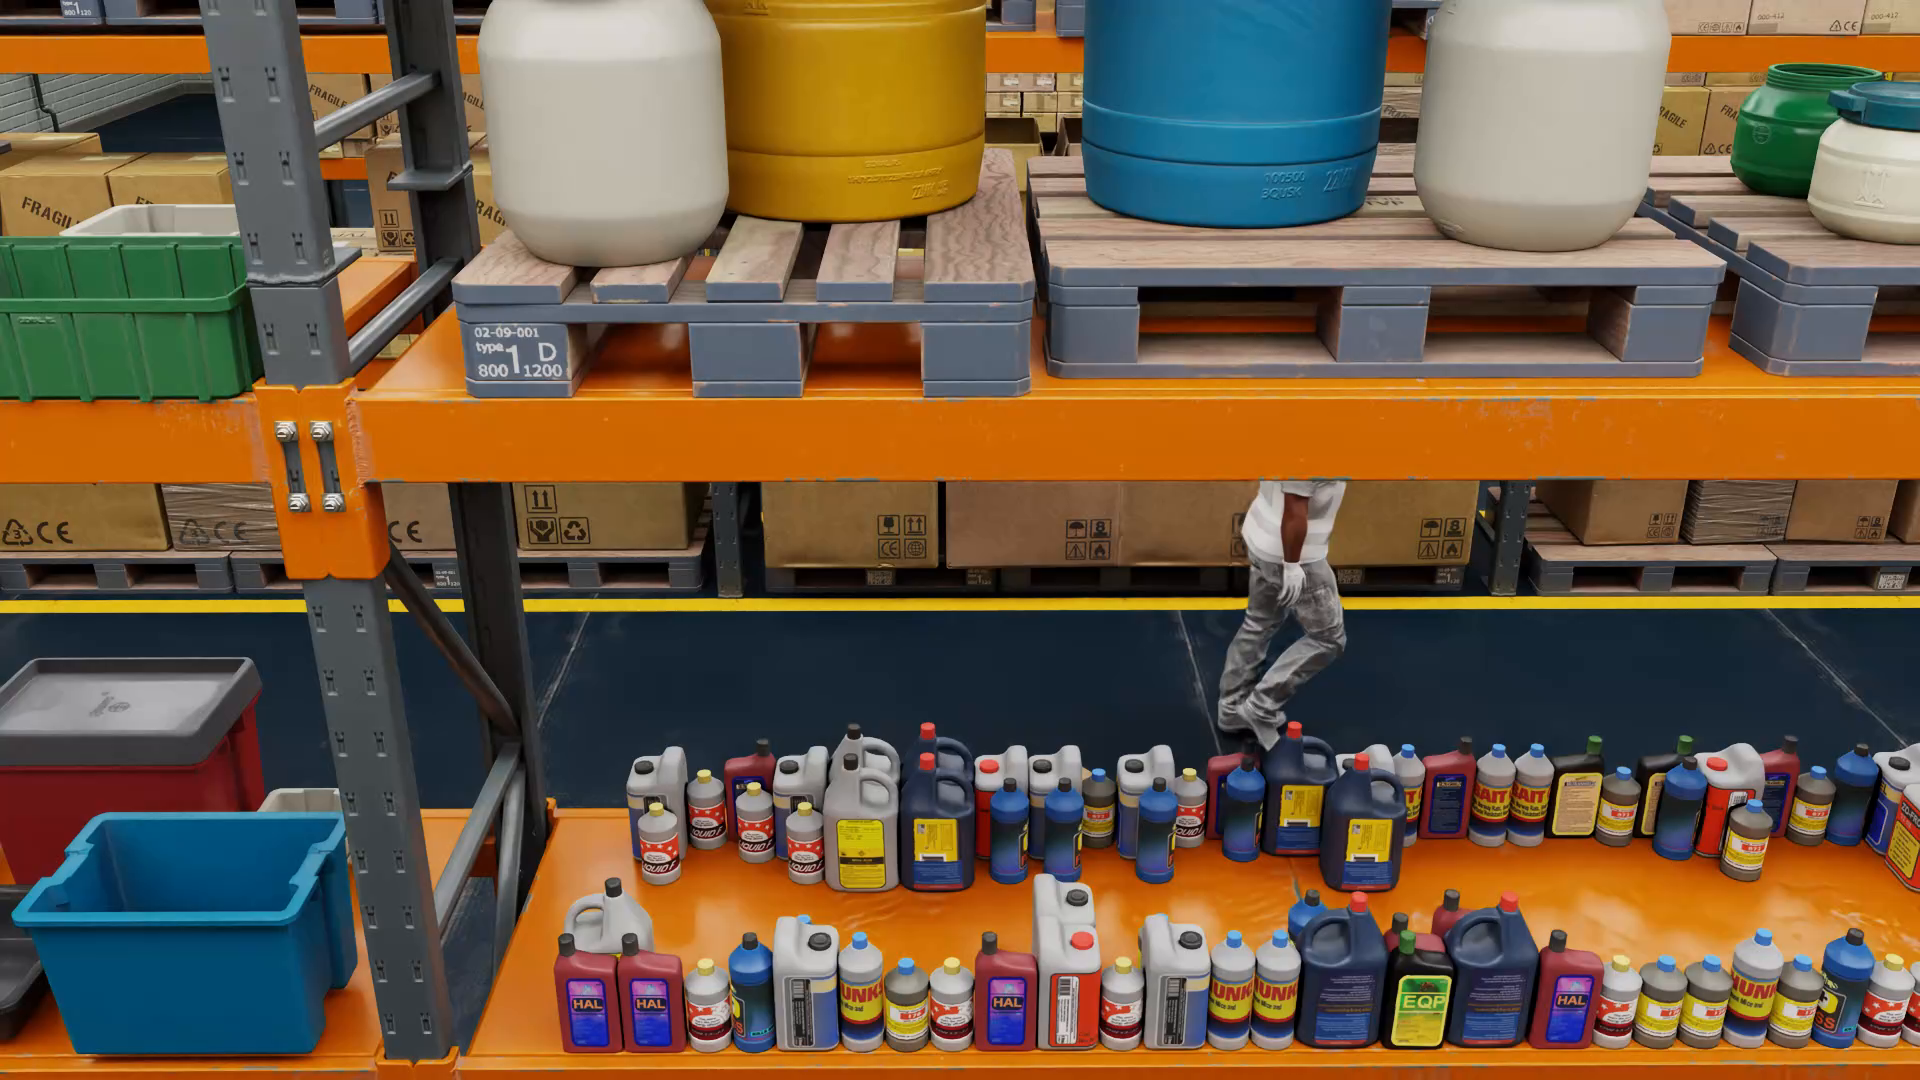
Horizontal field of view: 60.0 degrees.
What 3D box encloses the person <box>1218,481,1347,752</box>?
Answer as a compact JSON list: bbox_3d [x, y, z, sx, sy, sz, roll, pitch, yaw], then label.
[{"bbox_3d":[1.374,0.048,6.920,0.483,1.794,0.575,-1,24,-3],"label":"person"}]
